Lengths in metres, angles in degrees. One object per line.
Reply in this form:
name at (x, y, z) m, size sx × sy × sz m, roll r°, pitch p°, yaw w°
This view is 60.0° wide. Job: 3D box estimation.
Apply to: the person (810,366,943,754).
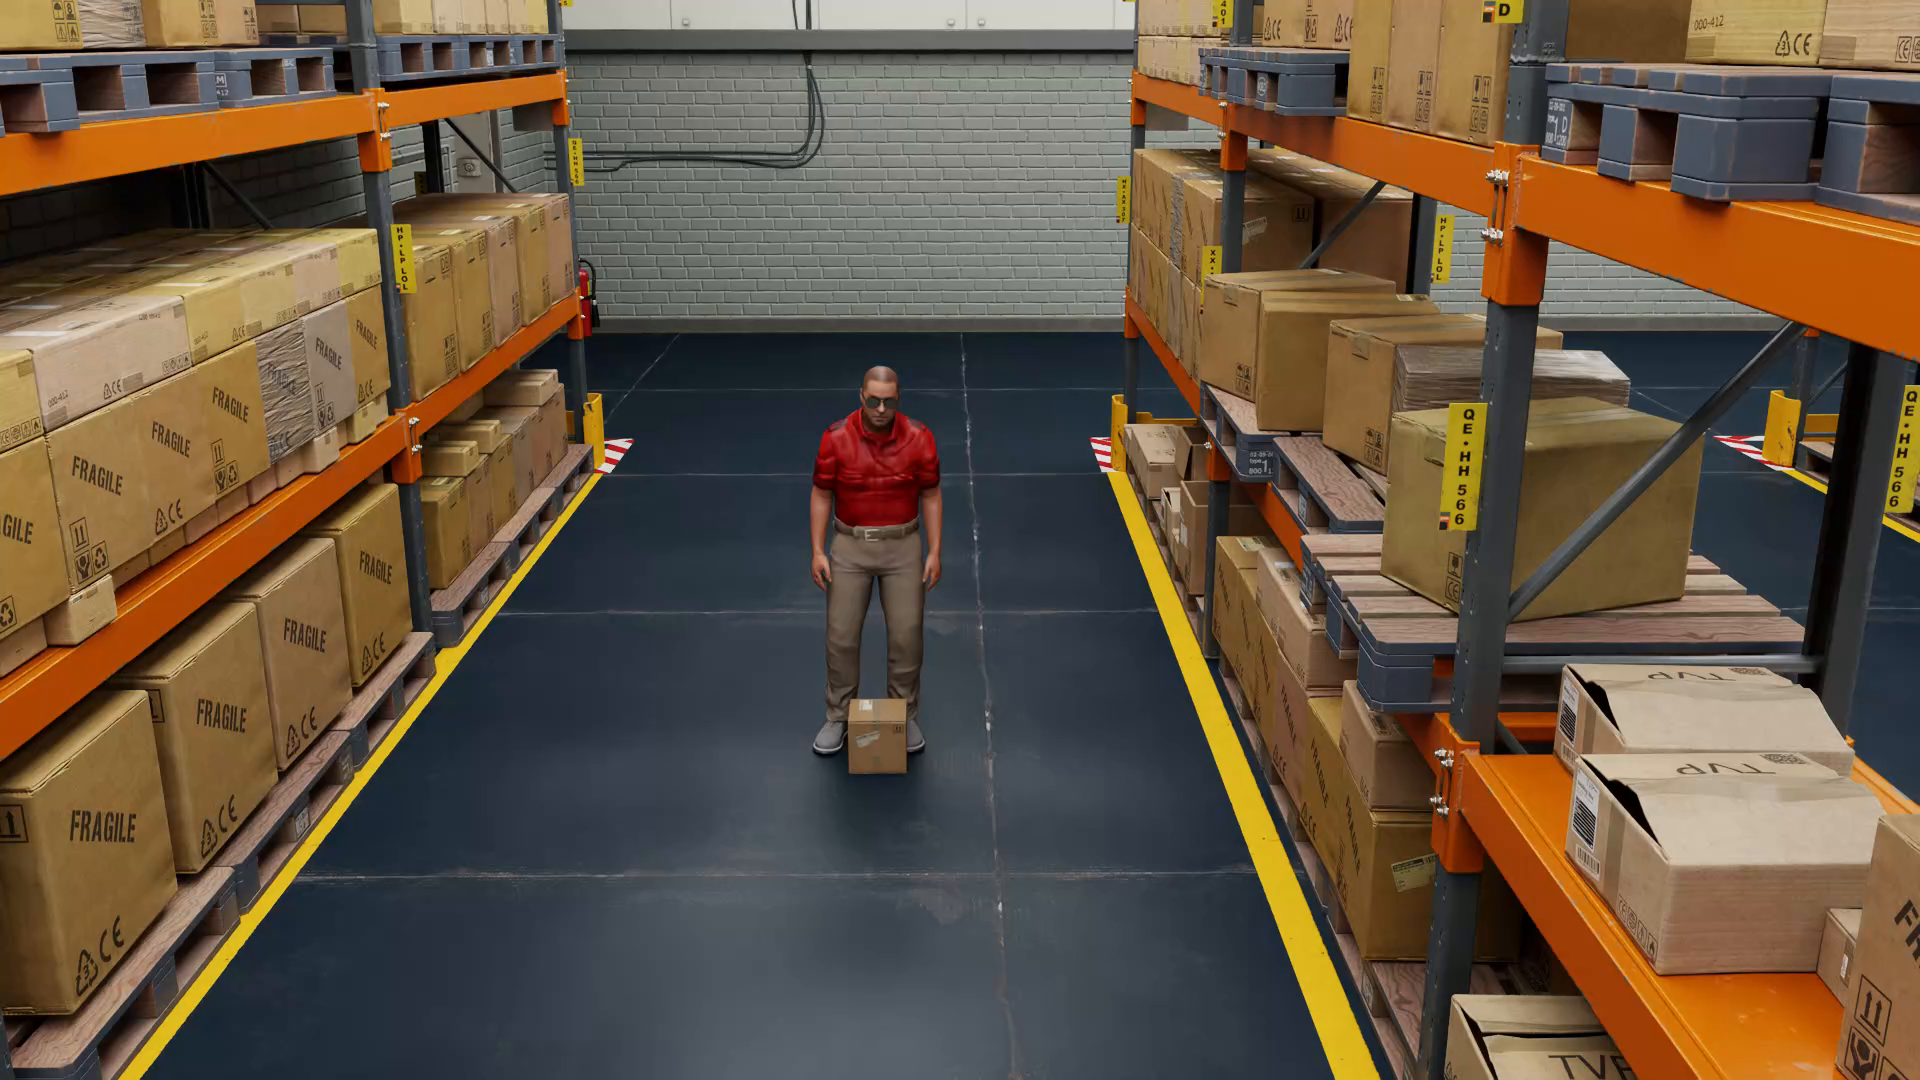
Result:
person at (-0.368, 0.078, 7.316) m, size 0.593 × 1.725 × 0.393 m, roll -1°, pitch 17°, yaw -4°
